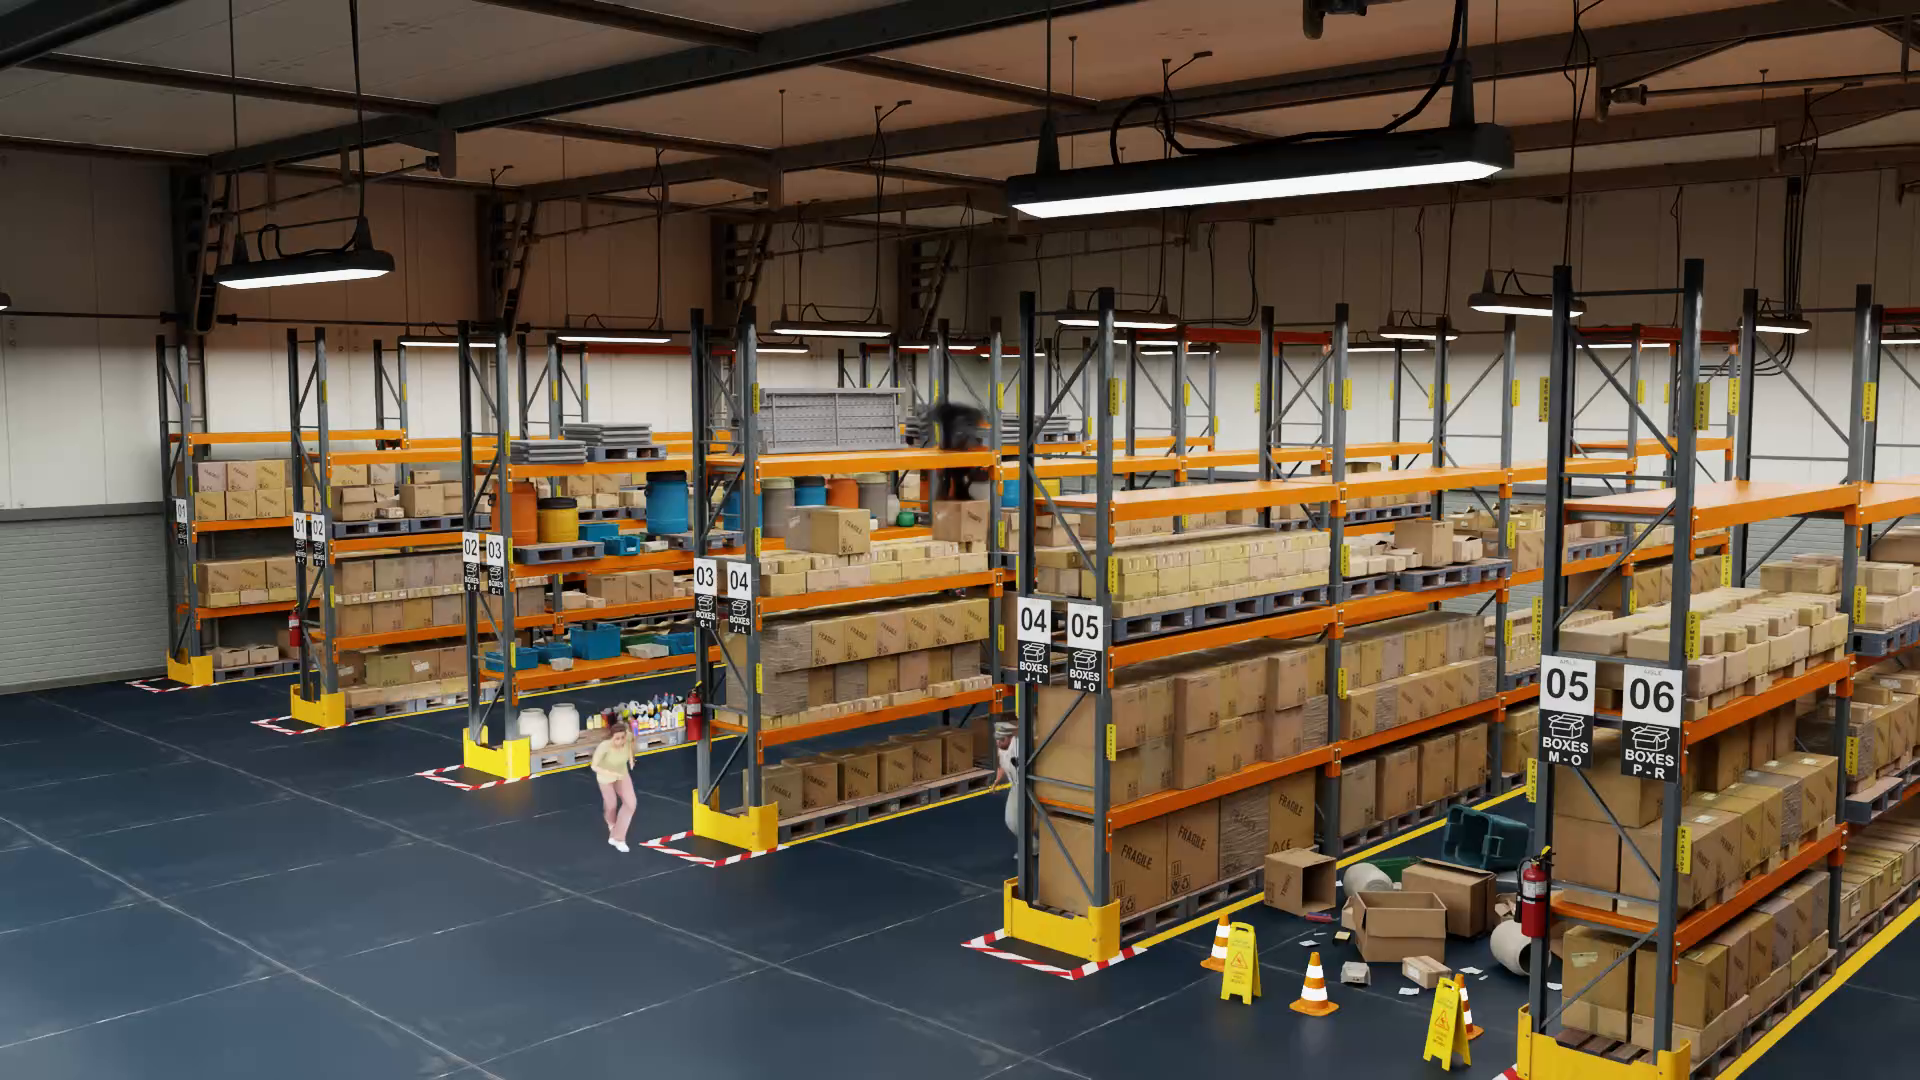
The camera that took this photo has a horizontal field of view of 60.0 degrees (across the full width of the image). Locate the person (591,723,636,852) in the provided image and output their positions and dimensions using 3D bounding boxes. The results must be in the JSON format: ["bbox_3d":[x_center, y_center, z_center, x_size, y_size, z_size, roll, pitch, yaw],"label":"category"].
[{"bbox_3d":[-3.931,2.702,18.681,0.564,1.475,1.079,-3,6,-27],"label":"person"}]

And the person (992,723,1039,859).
[{"bbox_3d":[0.730,2.712,18.035,0.899,1.555,0.683,-5,7,-42],"label":"person"}]
